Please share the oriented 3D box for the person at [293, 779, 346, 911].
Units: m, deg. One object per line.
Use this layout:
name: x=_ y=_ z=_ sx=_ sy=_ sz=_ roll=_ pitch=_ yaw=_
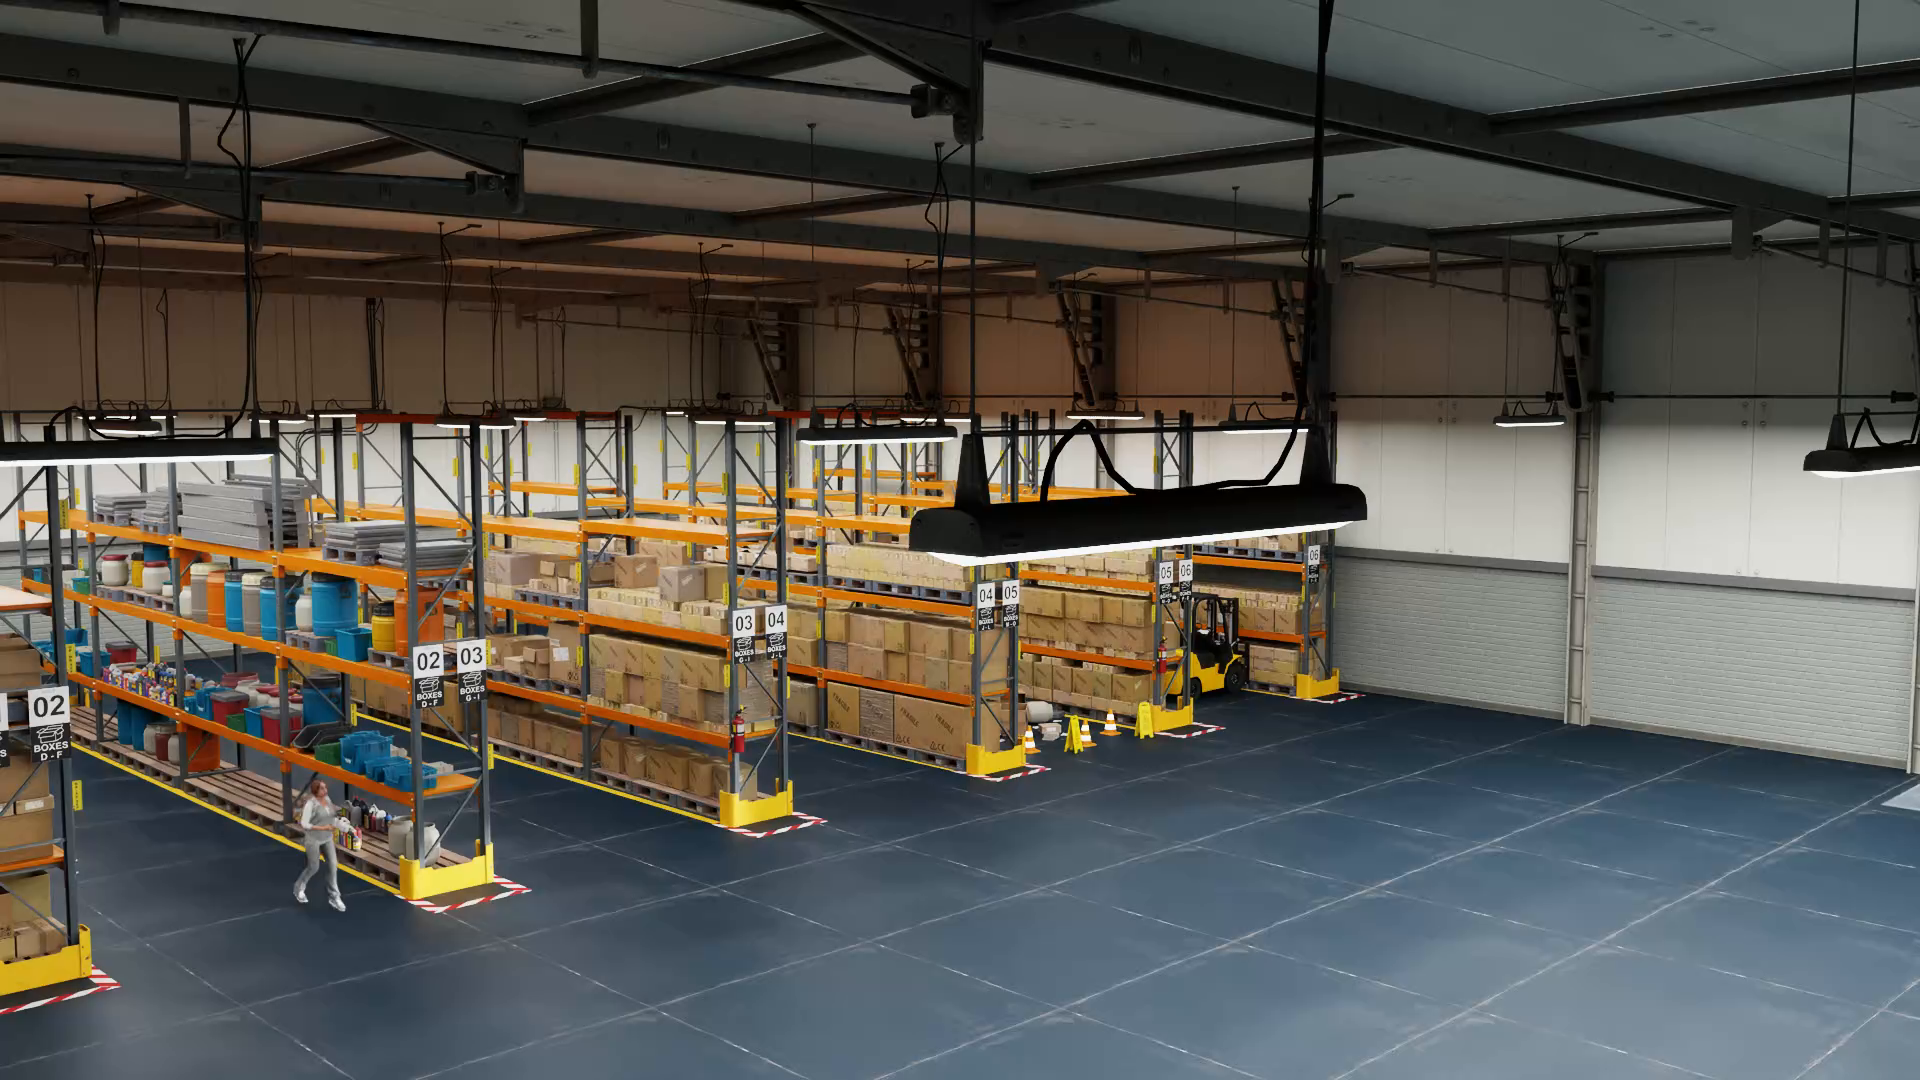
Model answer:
person: x=-7.931 y=3.749 z=20.536 sx=0.752 sy=1.638 sz=0.560 roll=2 pitch=6 yaw=27
